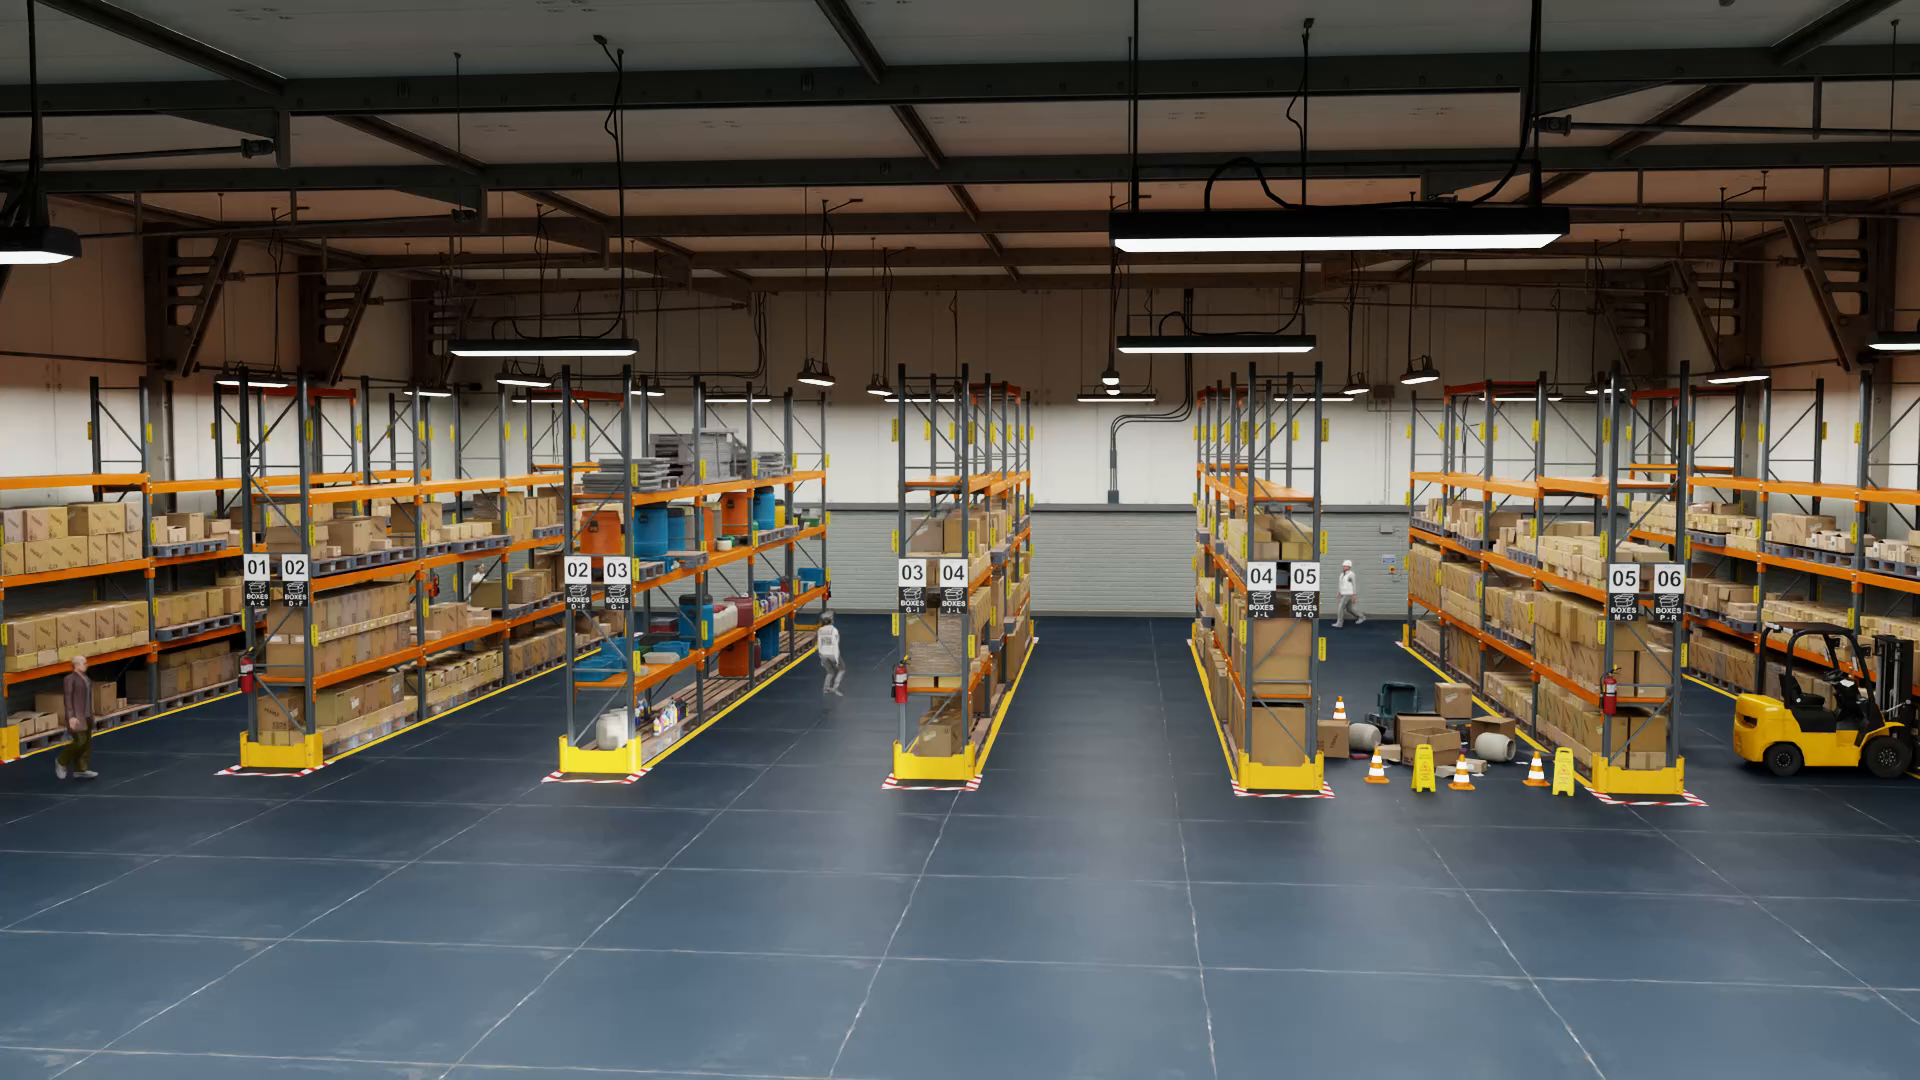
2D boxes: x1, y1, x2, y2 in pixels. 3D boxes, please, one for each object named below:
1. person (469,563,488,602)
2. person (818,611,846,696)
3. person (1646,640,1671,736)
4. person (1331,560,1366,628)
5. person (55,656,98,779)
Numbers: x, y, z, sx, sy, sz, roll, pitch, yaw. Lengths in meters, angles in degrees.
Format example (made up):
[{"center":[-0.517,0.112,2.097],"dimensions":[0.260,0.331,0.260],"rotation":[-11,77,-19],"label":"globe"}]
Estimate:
[{"center":[-12.429,1.404,43.170],"dimensions":[1.015,1.636,0.490],"rotation":[1,4,15],"label":"person"},{"center":[-2.382,2.076,30.334],"dimensions":[0.497,1.565,0.573],"rotation":[1,4,17],"label":"person"},{"center":[11.635,2.461,27.734],"dimensions":[0.518,1.534,0.712],"rotation":[0,4,-2],"label":"person"},{"center":[10.014,1.379,42.859],"dimensions":[0.968,1.741,0.528],"rotation":[0,4,-5],"label":"person"},{"center":[-12.761,2.553,23.991],"dimensions":[0.567,1.777,0.608],"rotation":[0,4,4],"label":"person"}]
